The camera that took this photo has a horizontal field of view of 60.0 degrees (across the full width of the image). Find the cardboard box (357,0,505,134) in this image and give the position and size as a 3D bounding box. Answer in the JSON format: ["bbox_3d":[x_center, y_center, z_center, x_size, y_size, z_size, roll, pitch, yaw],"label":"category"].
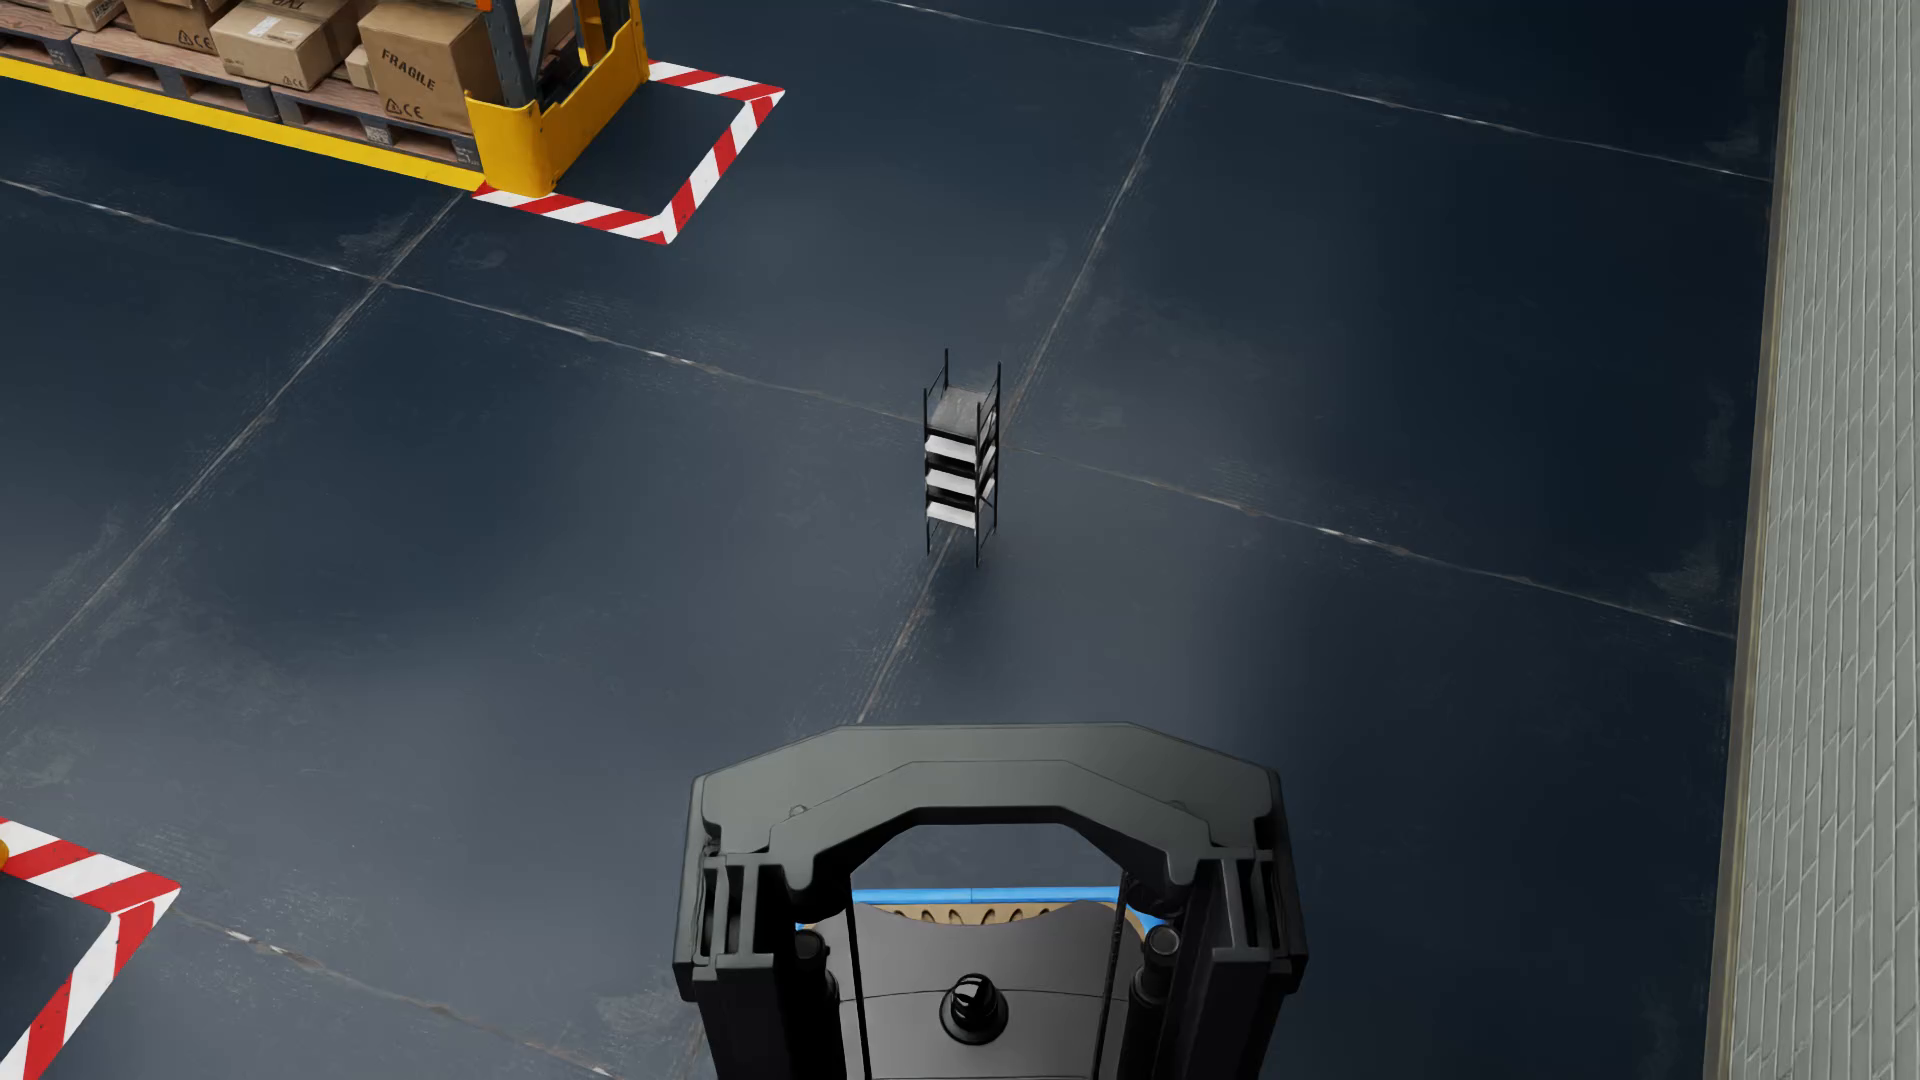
[{"bbox_3d":[-2.495,-2.356,8.036,0.500,0.500,0.500,16,51,13],"label":"cardboard box"}]

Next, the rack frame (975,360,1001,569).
[{"bbox_3d":[0.103,-0.266,6.252,0.006,0.900,0.240,16,51,13],"label":"rack frame"}]

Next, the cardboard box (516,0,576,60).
[{"bbox_3d":[-2.174,-2.626,8.503,0.250,0.149,0.380,16,51,13],"label":"cardboard box"}]

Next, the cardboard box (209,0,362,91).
[{"bbox_3d":[-3.376,-2.544,8.365,0.500,0.250,0.500,16,51,13],"label":"cardboard box"}]

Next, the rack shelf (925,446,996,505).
[{"bbox_3d":[0.008,-0.271,6.300,0.200,0.077,0.258,16,51,13],"label":"rack shelf"}]

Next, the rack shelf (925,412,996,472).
[{"bbox_3d":[0.008,-0.389,6.164,0.200,0.077,0.258,16,51,13],"label":"rack shelf"}]

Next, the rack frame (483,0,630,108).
[{"bbox_3d":[-1.900,-3.063,7.286,0.127,3.000,1.000,16,51,13],"label":"rack frame"}]

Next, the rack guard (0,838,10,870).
[{"bbox_3d":[-3.593,1.263,5.191,0.348,0.500,1.175,16,51,13],"label":"rack guard"}]

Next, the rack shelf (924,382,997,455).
[{"bbox_3d":[0.008,-0.448,6.096,0.200,0.077,0.258,16,51,13],"label":"rack shelf"}]

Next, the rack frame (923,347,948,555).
[{"bbox_3d":[-0.088,-0.319,6.298,0.006,0.900,0.240,16,51,13],"label":"rack frame"}]

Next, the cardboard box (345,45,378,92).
[{"bbox_3d":[-2.844,-2.416,8.310,0.250,0.166,0.380,16,51,13],"label":"cardboard box"}]

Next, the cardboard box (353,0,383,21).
[{"bbox_3d":[-2.781,-2.781,8.570,0.500,0.250,0.500,16,51,13],"label":"cardboard box"}]

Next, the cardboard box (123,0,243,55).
[{"bbox_3d":[-3.888,-2.948,8.548,0.637,0.503,0.797,16,51,13],"label":"cardboard box"}]

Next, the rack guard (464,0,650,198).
[{"bbox_3d":[-1.971,-2.264,8.248,0.348,0.500,1.175,16,51,13],"label":"rack guard"}]

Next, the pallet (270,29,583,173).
[{"bbox_3d":[-2.720,-2.377,8.538,1.213,0.211,1.003,16,51,13],"label":"pallet"}]

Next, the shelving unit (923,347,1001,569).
[{"bbox_3d":[0.008,-0.293,6.275,0.210,0.900,0.258,16,51,13],"label":"shelving unit"}]

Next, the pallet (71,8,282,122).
[{"bbox_3d":[-3.860,-2.698,8.815,1.213,0.211,1.003,16,51,13],"label":"pallet"}]

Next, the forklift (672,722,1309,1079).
[{"bbox_3d":[0.051,1.783,3.131,1.130,2.935,3.031,-1,49,-1],"label":"forklift"}]

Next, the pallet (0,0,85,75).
[{"bbox_3d":[-5.008,-3.016,9.091,1.213,0.211,1.003,16,51,13],"label":"pallet"}]

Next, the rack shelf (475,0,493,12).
[{"bbox_3d":[-3.776,-3.351,8.012,4.000,0.370,1.077,16,51,13],"label":"rack shelf"}]

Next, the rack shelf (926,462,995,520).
[{"bbox_3d":[0.008,-0.212,6.368,0.200,0.077,0.258,16,51,13],"label":"rack shelf"}]

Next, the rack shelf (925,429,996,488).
[{"bbox_3d":[0.008,-0.330,6.232,0.200,0.077,0.258,16,51,13],"label":"rack shelf"}]

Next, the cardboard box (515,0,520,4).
[{"bbox_3d":[-2.408,-2.698,8.553,0.250,0.166,0.380,16,51,13],"label":"cardboard box"}]

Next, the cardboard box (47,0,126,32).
[{"bbox_3d":[-4.519,-2.844,8.680,0.250,0.166,0.380,16,51,13],"label":"cardboard box"}]

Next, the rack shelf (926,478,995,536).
[{"bbox_3d":[0.008,-0.153,6.436,0.200,0.077,0.258,16,51,13],"label":"rack shelf"}]
